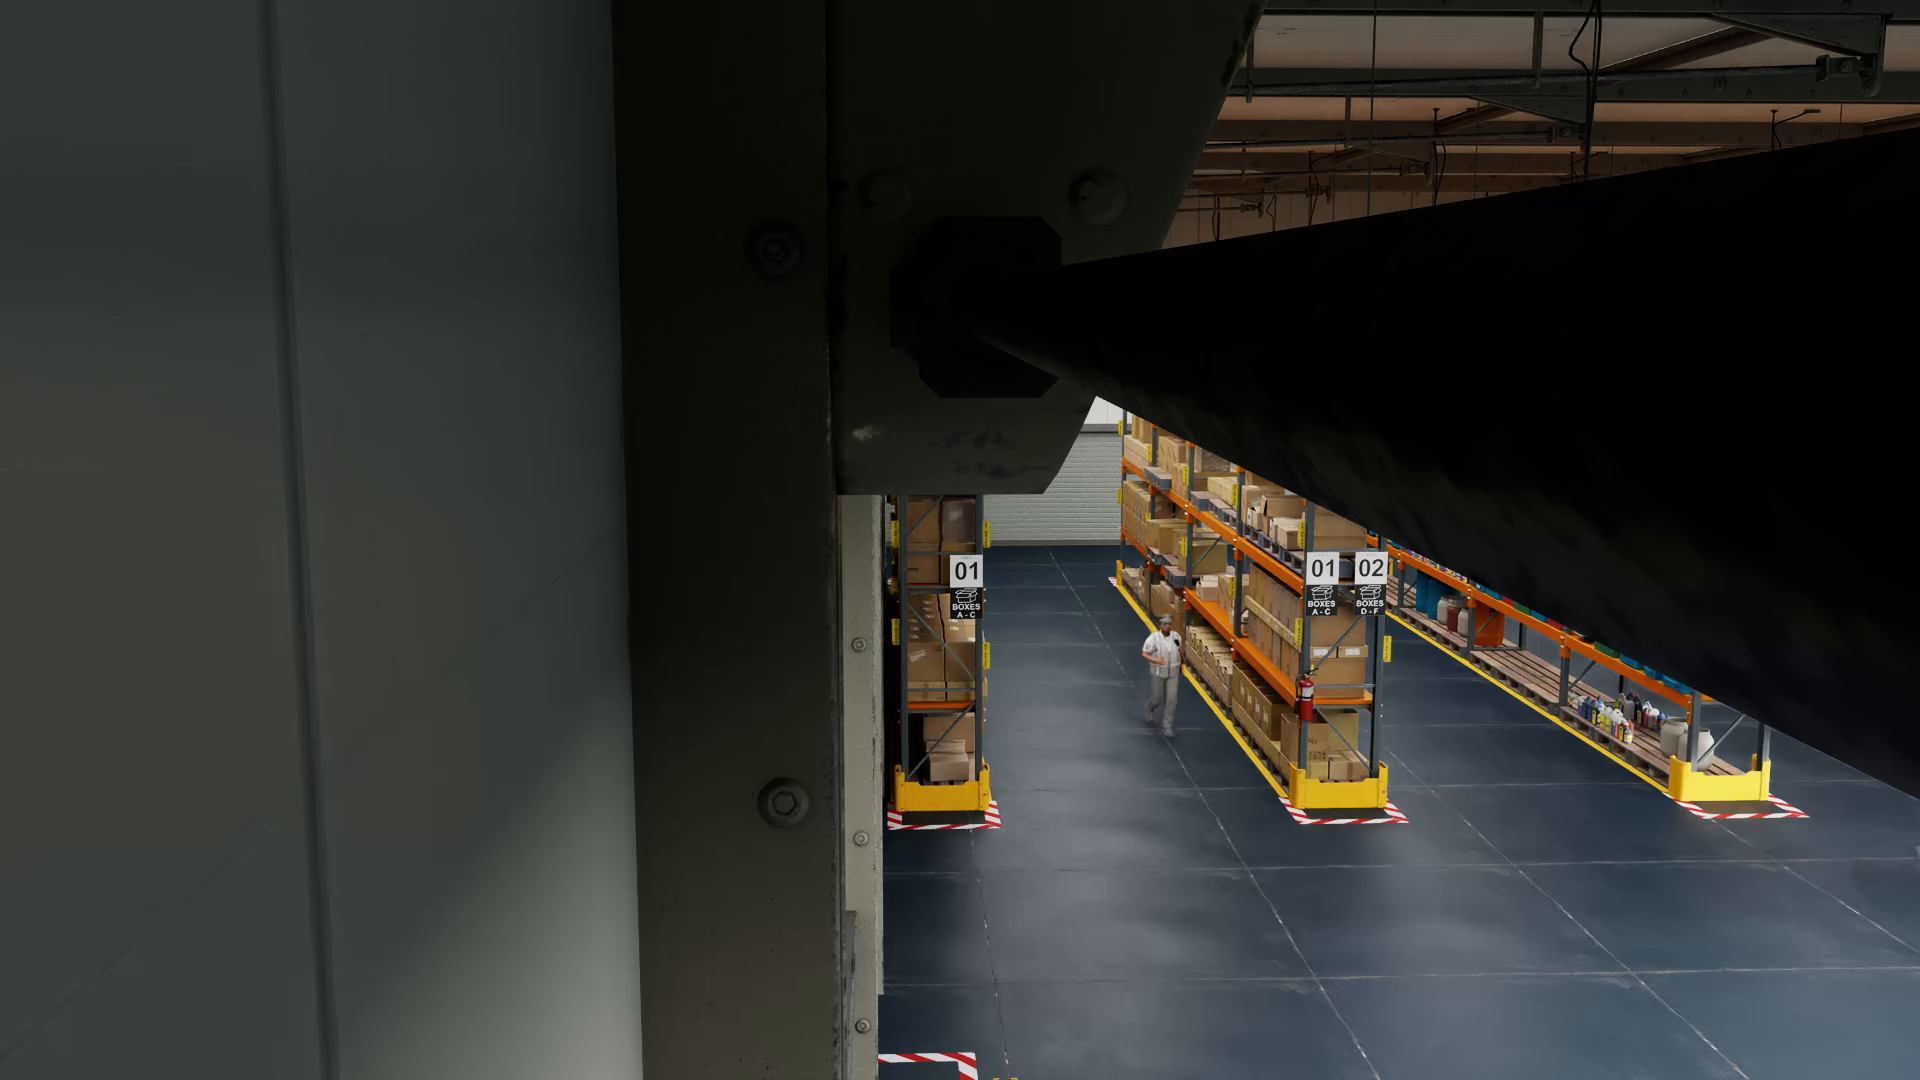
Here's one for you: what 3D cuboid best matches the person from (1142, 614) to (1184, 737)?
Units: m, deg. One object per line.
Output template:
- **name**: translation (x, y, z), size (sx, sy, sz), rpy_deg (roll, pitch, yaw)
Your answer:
- **person**: translation (2.954, 1.915, 24.130), size (0.670, 1.750, 0.796), rpy_deg (-2, 9, -11)
